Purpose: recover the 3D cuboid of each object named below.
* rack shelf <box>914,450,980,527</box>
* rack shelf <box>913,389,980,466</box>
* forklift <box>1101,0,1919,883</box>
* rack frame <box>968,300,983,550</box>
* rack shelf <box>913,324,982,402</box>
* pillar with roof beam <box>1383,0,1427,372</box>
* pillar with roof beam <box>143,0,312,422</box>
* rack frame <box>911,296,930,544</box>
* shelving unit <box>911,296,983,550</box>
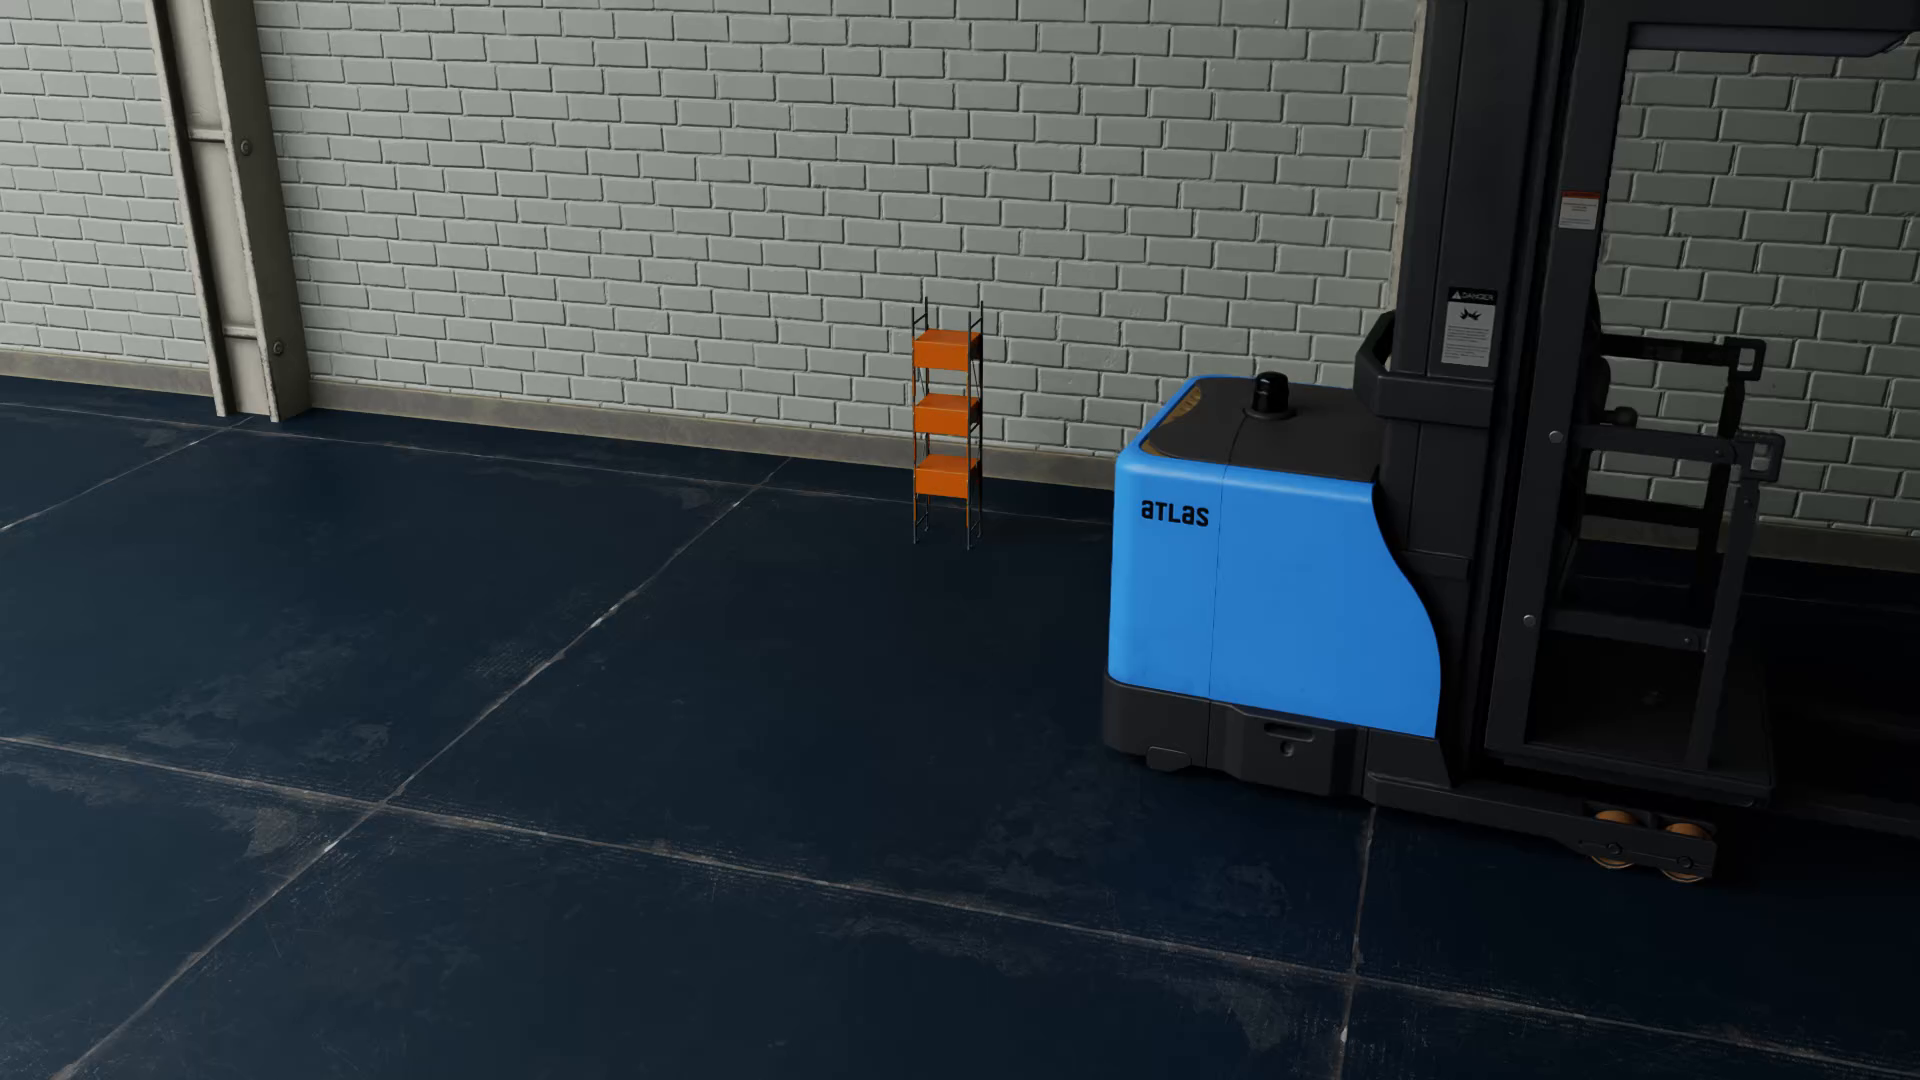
[{"bbox_3d":[-0.051,-0.225,7.195,0.240,0.259,0.215,7,23,16],"label":"rack shelf"},{"bbox_3d":[-0.051,-0.482,7.089,0.240,0.259,0.215,7,23,16],"label":"rack shelf"},{"bbox_3d":[2.035,-0.589,4.843,3.031,2.935,1.130,9,24,20],"label":"forklift"},{"bbox_3d":[0.066,-0.478,7.052,0.008,1.050,0.200,7,23,16],"label":"rack frame"},{"bbox_3d":[-0.051,-0.744,6.981,0.240,0.259,0.215,7,23,16],"label":"rack shelf"},{"bbox_3d":[0.758,-2.641,1.850,0.400,9.000,9.100,7,23,16],"label":"pillar with roof beam"},{"bbox_3d":[-4.986,-3.299,3.454,0.400,9.000,9.100,7,23,16],"label":"pillar with roof beam"},{"bbox_3d":[-0.168,-0.505,7.118,0.008,1.050,0.200,7,23,16],"label":"rack frame"},{"bbox_3d":[-0.051,-0.492,7.085,0.252,1.050,0.215,7,23,16],"label":"shelving unit"}]
